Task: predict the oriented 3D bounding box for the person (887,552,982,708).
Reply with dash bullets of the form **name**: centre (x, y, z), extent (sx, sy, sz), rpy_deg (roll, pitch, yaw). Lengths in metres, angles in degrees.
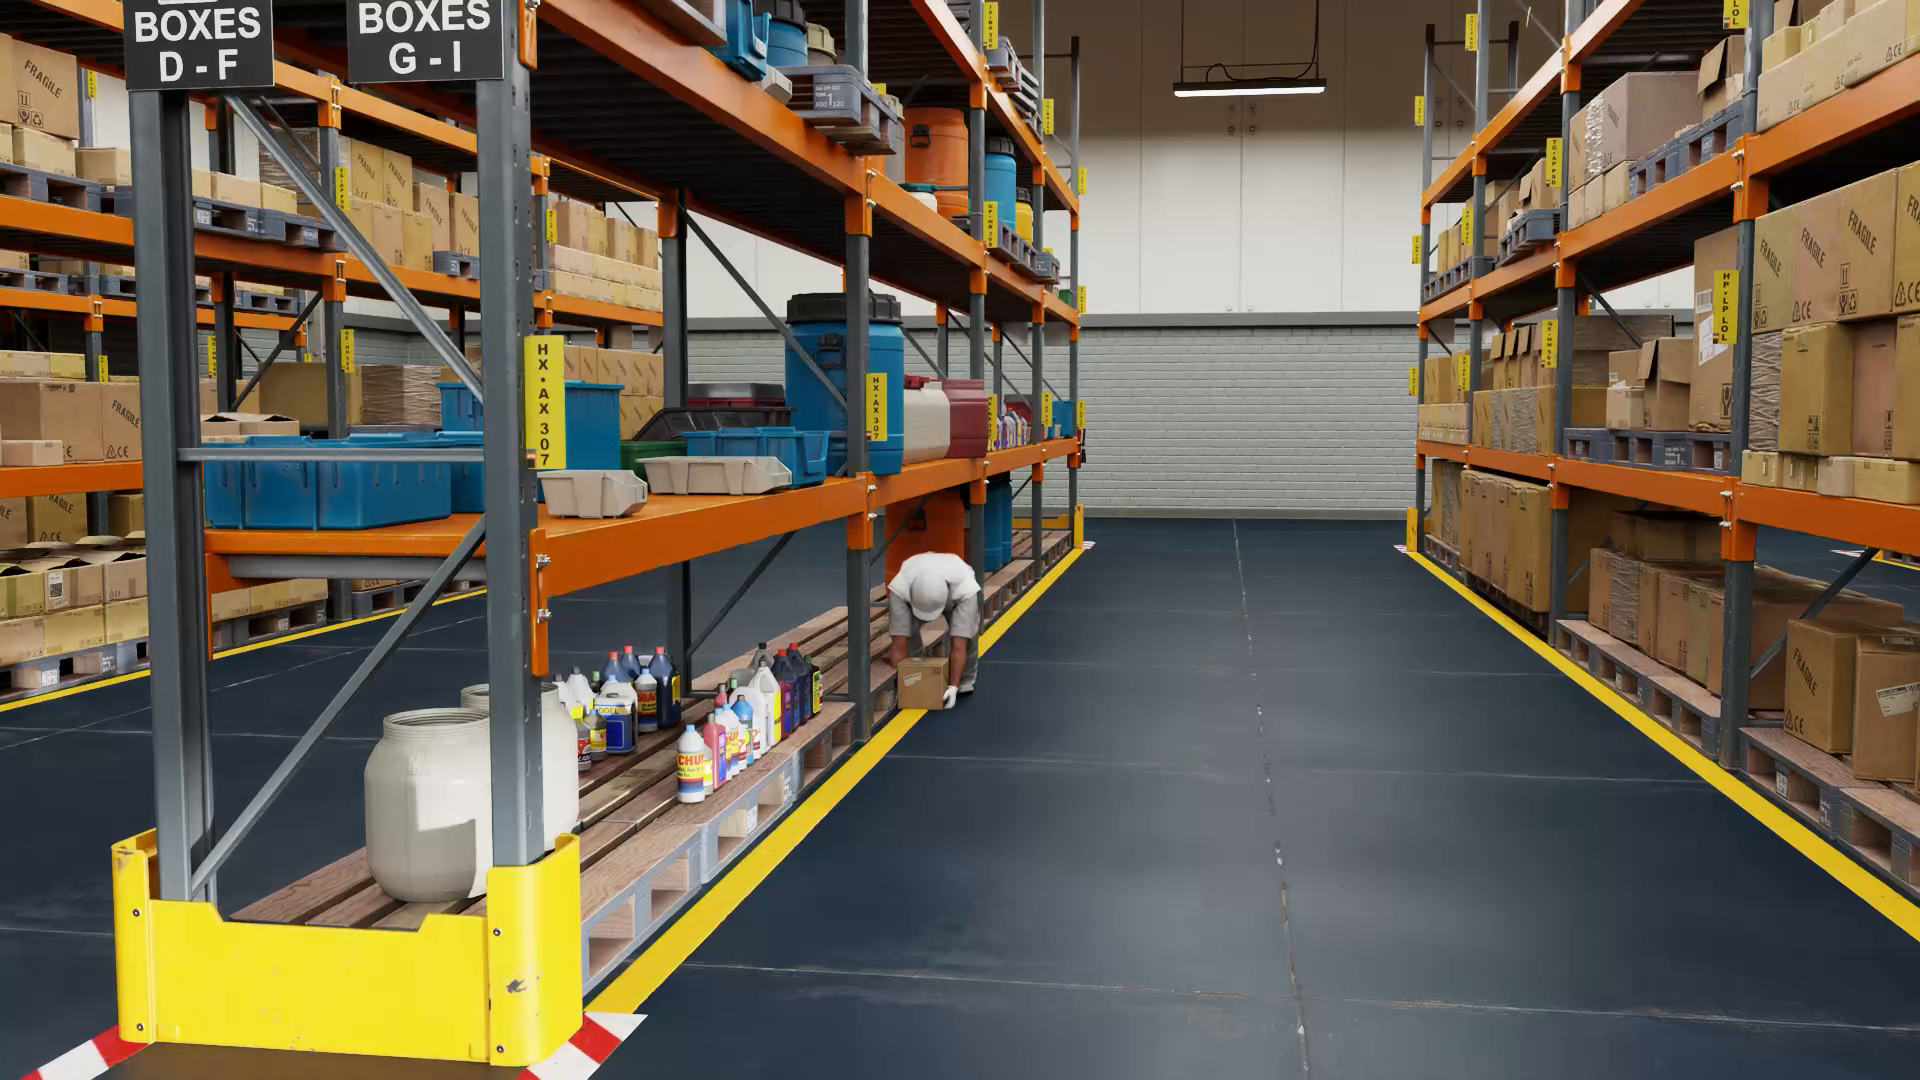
- **person**: centre (-0.129, 0.496, 9.450), extent (0.538, 0.839, 0.991), rpy_deg (1, 4, 7)
